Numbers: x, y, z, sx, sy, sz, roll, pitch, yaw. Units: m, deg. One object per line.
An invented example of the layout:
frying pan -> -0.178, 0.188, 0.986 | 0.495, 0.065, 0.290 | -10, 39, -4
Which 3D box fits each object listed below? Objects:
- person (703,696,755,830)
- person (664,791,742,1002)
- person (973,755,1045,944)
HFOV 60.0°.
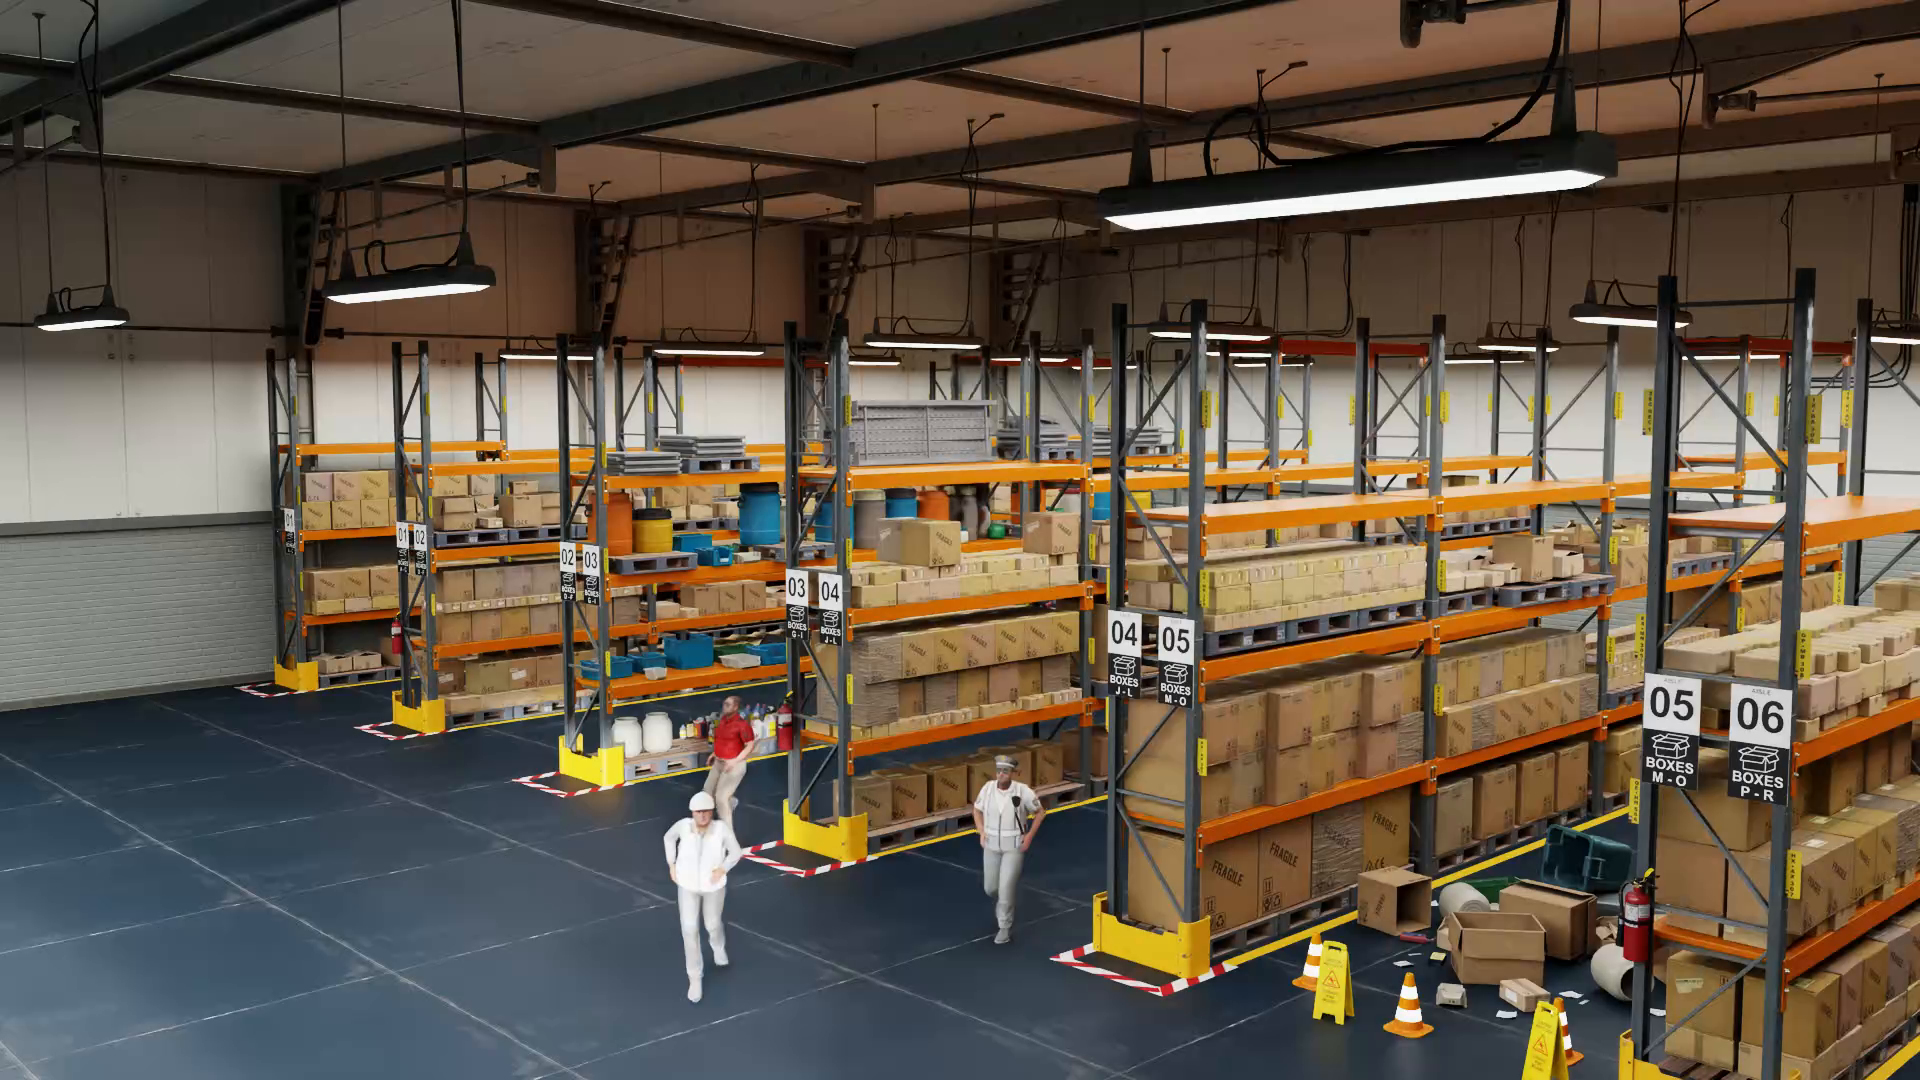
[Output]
person -> -2.701, 2.658, 19.519 | 0.721, 1.676, 0.637 | 4, 7, 40
person -> -2.255, 3.032, 14.610 | 0.692, 1.759, 0.982 | 0, 5, -3
person -> 0.447, 2.918, 15.982 | 0.670, 1.761, 0.730 | 2, 5, 17
